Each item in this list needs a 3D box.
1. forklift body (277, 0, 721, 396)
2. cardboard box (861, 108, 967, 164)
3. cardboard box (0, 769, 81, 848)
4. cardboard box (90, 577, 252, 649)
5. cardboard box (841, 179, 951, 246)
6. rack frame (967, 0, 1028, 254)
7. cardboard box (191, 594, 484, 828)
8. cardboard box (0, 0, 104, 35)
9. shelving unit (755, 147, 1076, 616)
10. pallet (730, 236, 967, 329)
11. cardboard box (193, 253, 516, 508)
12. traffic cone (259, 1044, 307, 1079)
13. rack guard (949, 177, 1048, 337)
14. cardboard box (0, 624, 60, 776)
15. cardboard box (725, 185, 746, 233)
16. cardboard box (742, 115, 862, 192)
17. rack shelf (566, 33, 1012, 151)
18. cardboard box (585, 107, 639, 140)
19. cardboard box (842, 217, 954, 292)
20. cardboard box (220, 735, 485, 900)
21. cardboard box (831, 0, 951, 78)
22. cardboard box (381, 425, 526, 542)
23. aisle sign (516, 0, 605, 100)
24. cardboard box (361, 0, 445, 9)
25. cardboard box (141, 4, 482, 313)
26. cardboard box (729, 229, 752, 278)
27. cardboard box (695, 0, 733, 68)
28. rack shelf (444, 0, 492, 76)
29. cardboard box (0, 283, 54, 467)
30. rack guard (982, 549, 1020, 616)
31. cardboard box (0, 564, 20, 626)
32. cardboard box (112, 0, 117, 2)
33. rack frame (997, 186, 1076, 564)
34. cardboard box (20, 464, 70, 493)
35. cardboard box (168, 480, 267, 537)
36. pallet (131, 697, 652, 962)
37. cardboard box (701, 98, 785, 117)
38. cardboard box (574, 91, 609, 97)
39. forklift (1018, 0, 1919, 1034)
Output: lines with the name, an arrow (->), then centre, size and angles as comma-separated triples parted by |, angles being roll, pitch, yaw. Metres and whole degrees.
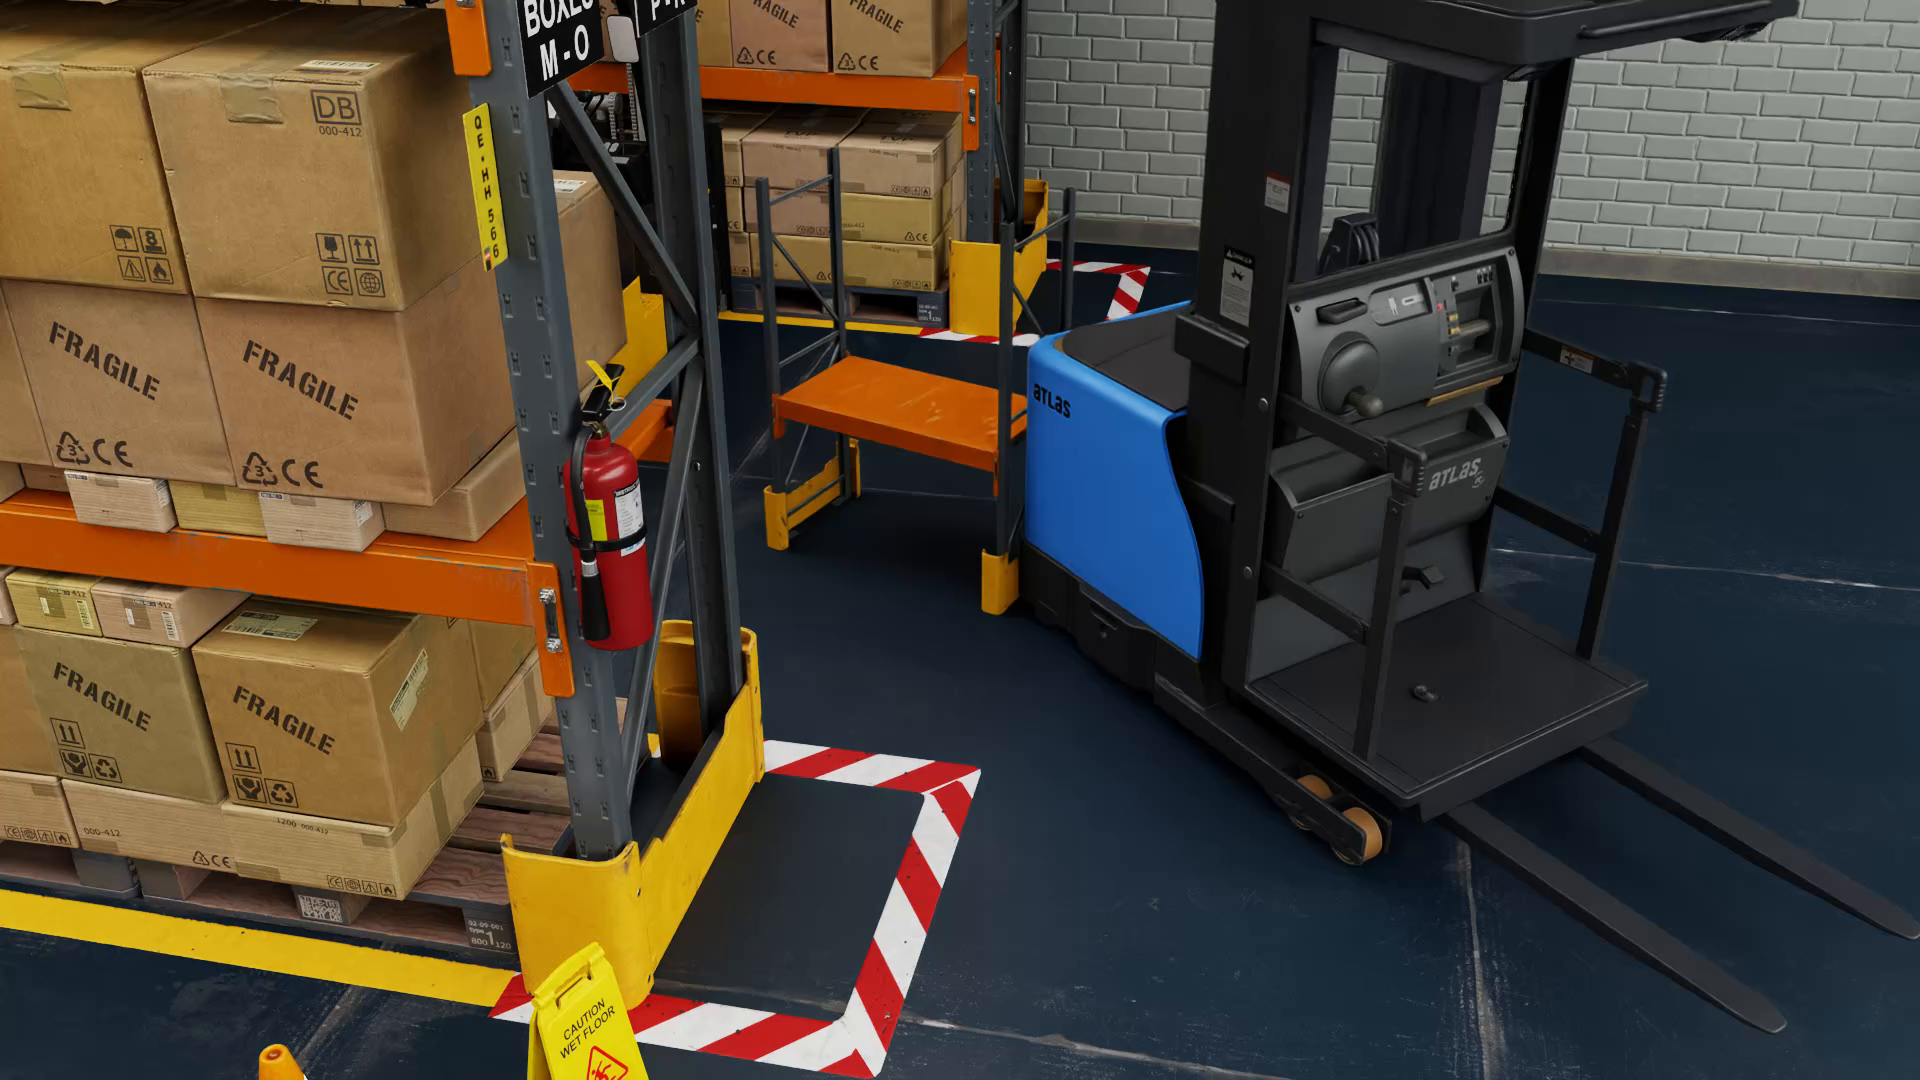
forklift body -> -2.038, -1.624, 7.477 | 1.214, 2.155, 2.313 | 6, 29, 11
cardboard box -> -0.233, -2.217, 9.061 | 0.500, 0.250, 0.500 | 5, 29, 10
cardboard box -> -2.700, 0.630, 4.902 | 0.500, 0.250, 0.500 | 5, 29, 9
cardboard box -> -2.046, 0.113, 4.389 | 0.250, 0.149, 0.380 | 7, 29, 12
cardboard box -> -0.343, -1.763, 8.752 | 0.500, 0.250, 0.500 | 5, 29, 10
rack frame -> 0.198, -2.663, 8.491 | 0.127, 3.000, 1.000 | 6, 29, 11
cardboard box -> -1.673, 0.403, 4.535 | 0.500, 0.500, 0.500 | 6, 29, 11
cardboard box -> -2.394, -0.951, 3.908 | 0.500, 0.500, 0.700 | 6, 29, 10
shelving unit -> -0.172, -0.624, 6.327 | 1.083, 1.500, 0.587 | 16, 32, 26
pallet -> -0.559, -1.497, 9.265 | 1.213, 0.211, 1.003 | 6, 29, 11
cardboard box -> -1.423, -0.431, 4.000 | 0.500, 0.500, 0.500 | 5, 29, 10
traffic cone -> -1.525, 1.344, 3.814 | 0.334, 0.463, 0.336 | 6, 29, 11
rack guard -> 0.221, -1.564, 9.087 | 0.348, 0.500, 1.175 | 6, 29, 11
cardboard box -> -2.676, 0.299, 4.726 | 0.500, 0.500, 0.500 | 5, 29, 9
cardboard box -> -1.341, -1.860, 8.929 | 0.500, 0.250, 0.500 | 5, 29, 9
cardboard box -> -0.818, -2.028, 8.716 | 0.500, 0.250, 0.500 | 6, 29, 11
rack shelf -> -1.758, -2.548, 9.030 | 4.000, 0.370, 1.077 | 6, 29, 11
cardboard box -> -1.808, -2.128, 8.899 | 0.500, 0.250, 0.500 | 5, 29, 10
cardboard box -> -0.328, -1.540, 8.866 | 0.500, 0.250, 0.500 | 6, 29, 11
cardboard box -> -1.705, 0.733, 4.714 | 0.500, 0.250, 0.500 | 6, 29, 10
cardboard box -> -0.338, -2.633, 8.332 | 0.500, 0.500, 0.500 | 5, 29, 9
cardboard box -> -1.245, -0.159, 4.178 | 0.250, 0.149, 0.380 | 7, 29, 12
aisle sign -> -0.835, -1.330, 3.348 | 0.004, 0.787, 0.394 | 6, 29, 11
cardboard box -> -2.822, -2.897, 8.813 | 0.500, 0.500, 0.500 | 6, 29, 11
cardboard box -> -1.380, -0.893, 3.803 | 0.500, 0.500, 0.700 | 5, 29, 9
cardboard box -> -1.299, -1.649, 9.064 | 0.500, 0.250, 0.500 | 6, 29, 11
cardboard box -> -1.345, -2.741, 8.529 | 0.500, 0.500, 0.500 | 5, 29, 10
rack shelf -> -2.791, -1.533, 4.051 | 4.000, 0.370, 1.077 | 6, 29, 11
cardboard box -> -2.401, -0.535, 4.191 | 0.500, 0.500, 0.500 | 6, 29, 10
rack guard -> 0.258, 0.046, 6.406 | 0.087, 0.250, 0.587 | 16, 32, 26
cardboard box -> -2.548, 0.059, 4.487 | 0.250, 0.149, 0.380 | 7, 29, 13
cardboard box -> -4.261, -2.926, 9.128 | 0.500, 0.250, 0.500 | 7, 29, 12
rack frame -> 0.274, -0.498, 6.097 | 0.032, 1.500, 0.500 | 16, 32, 26
cardboard box -> -2.242, -0.271, 4.383 | 0.250, 0.149, 0.380 | 6, 29, 11
cardboard box -> -1.763, -0.168, 4.194 | 0.250, 0.149, 0.380 | 5, 29, 10
pallet -> -1.696, 0.786, 5.095 | 1.213, 0.211, 1.003 | 6, 29, 11
cardboard box -> -1.209, -2.321, 9.250 | 0.500, 0.250, 0.500 | 6, 29, 10
cardboard box -> -2.202, -2.422, 9.435 | 0.500, 0.250, 0.500 | 6, 29, 11
forklift -> 1.445, -0.576, 4.750 | 1.130, 2.935, 3.031 | -17, 33, -29
